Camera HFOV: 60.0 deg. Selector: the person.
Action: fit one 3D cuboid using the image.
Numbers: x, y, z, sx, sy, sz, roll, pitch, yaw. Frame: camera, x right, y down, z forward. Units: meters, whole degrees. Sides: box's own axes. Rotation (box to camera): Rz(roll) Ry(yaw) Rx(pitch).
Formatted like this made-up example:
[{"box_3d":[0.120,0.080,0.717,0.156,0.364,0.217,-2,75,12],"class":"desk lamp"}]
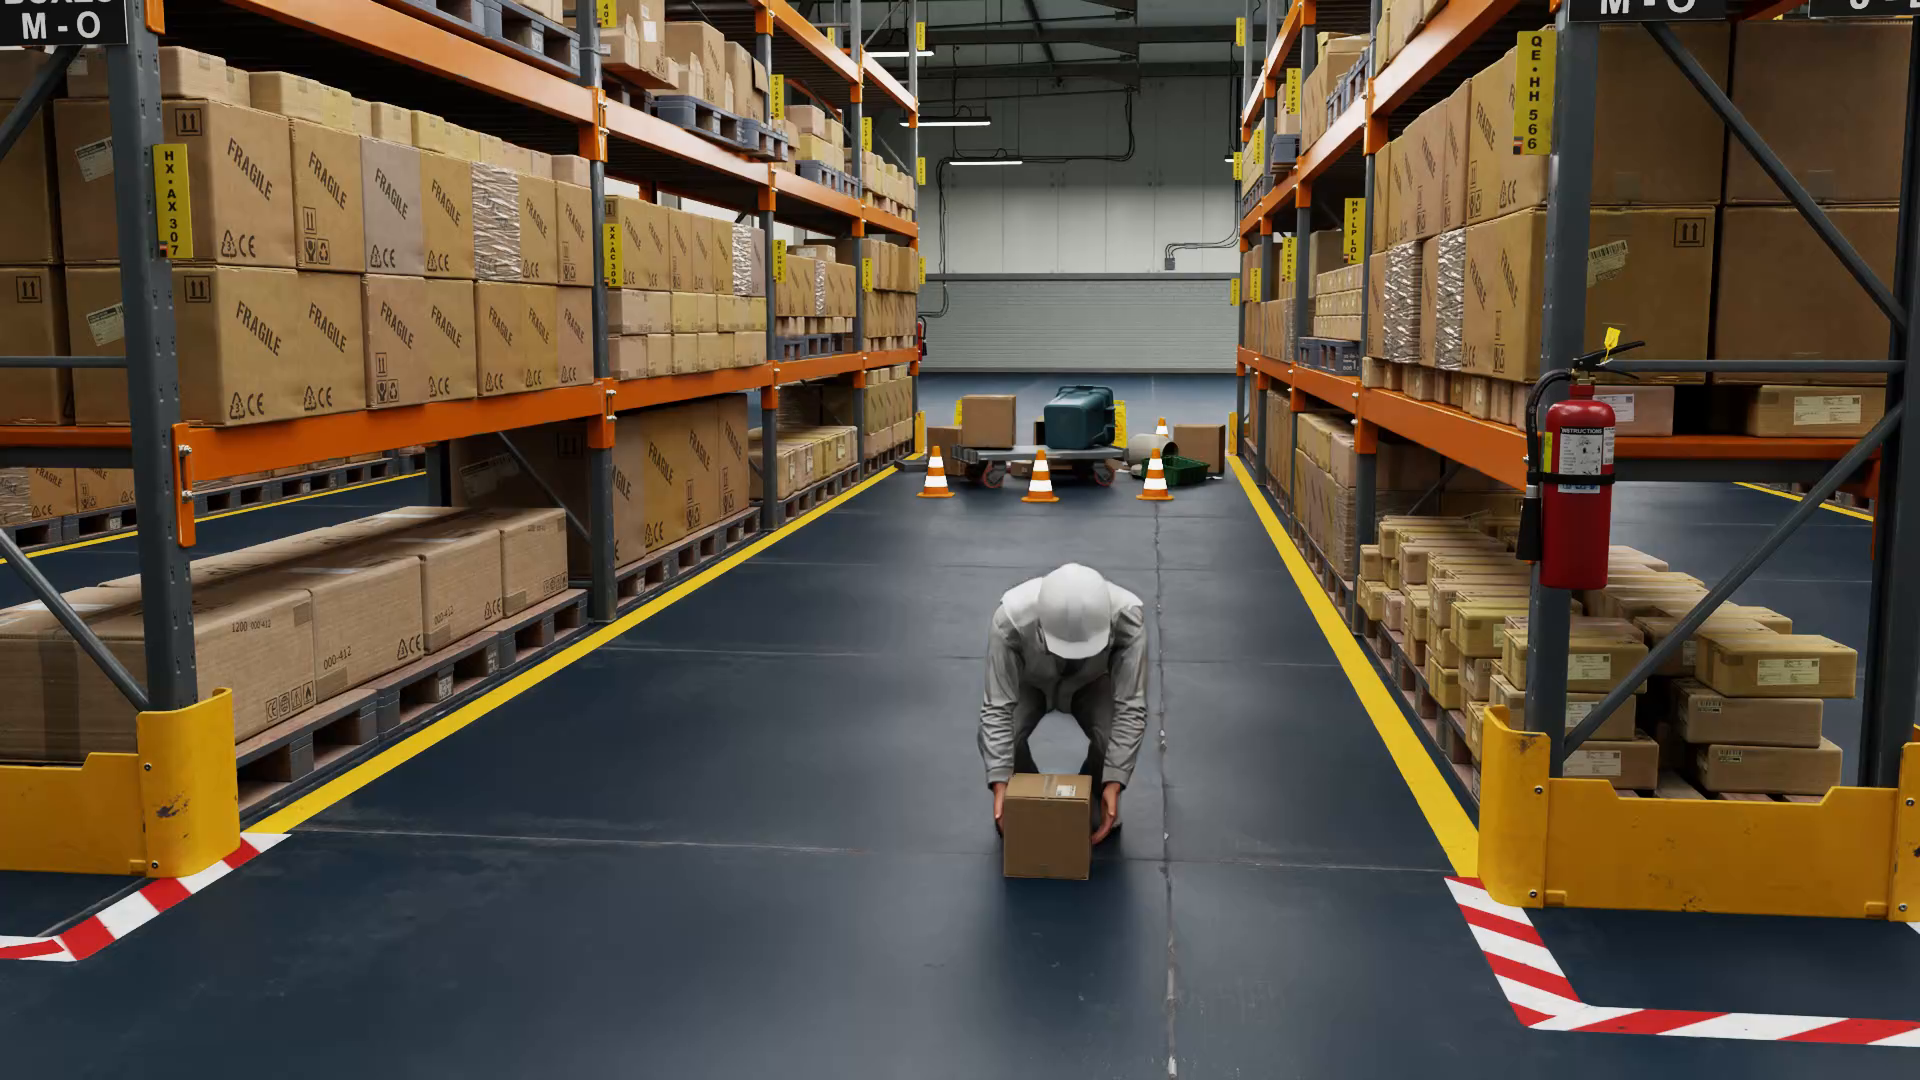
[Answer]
[{"box_3d":[0.326,0.484,5.273,0.533,0.930,0.913,1,8,6],"class":"person"}]
